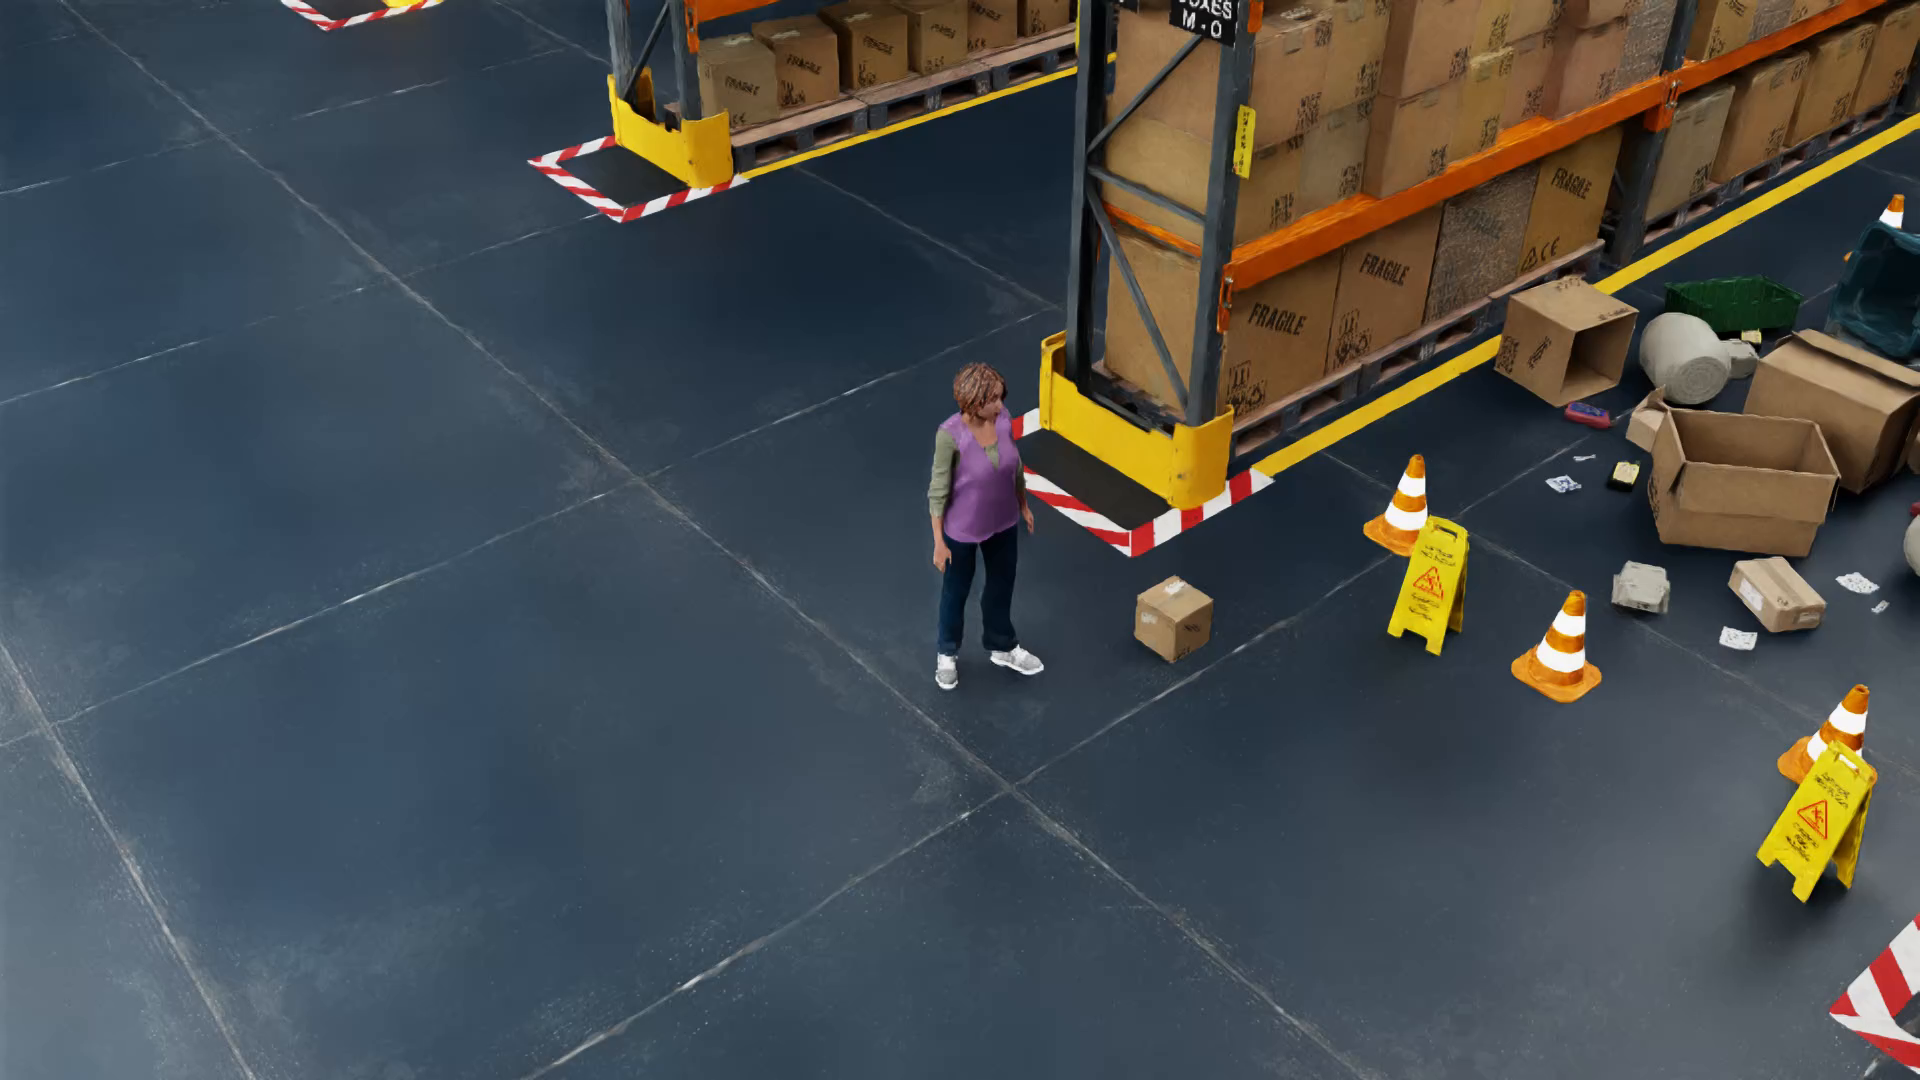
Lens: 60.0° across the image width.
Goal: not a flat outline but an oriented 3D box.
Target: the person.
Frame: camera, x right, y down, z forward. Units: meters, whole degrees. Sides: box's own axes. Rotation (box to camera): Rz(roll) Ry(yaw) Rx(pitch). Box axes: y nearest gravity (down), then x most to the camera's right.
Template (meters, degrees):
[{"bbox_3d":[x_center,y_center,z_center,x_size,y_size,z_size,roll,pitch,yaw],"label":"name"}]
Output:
[{"bbox_3d":[0.100,-0.011,7.147,0.506,1.499,0.414,-22,42,-27],"label":"person"}]
